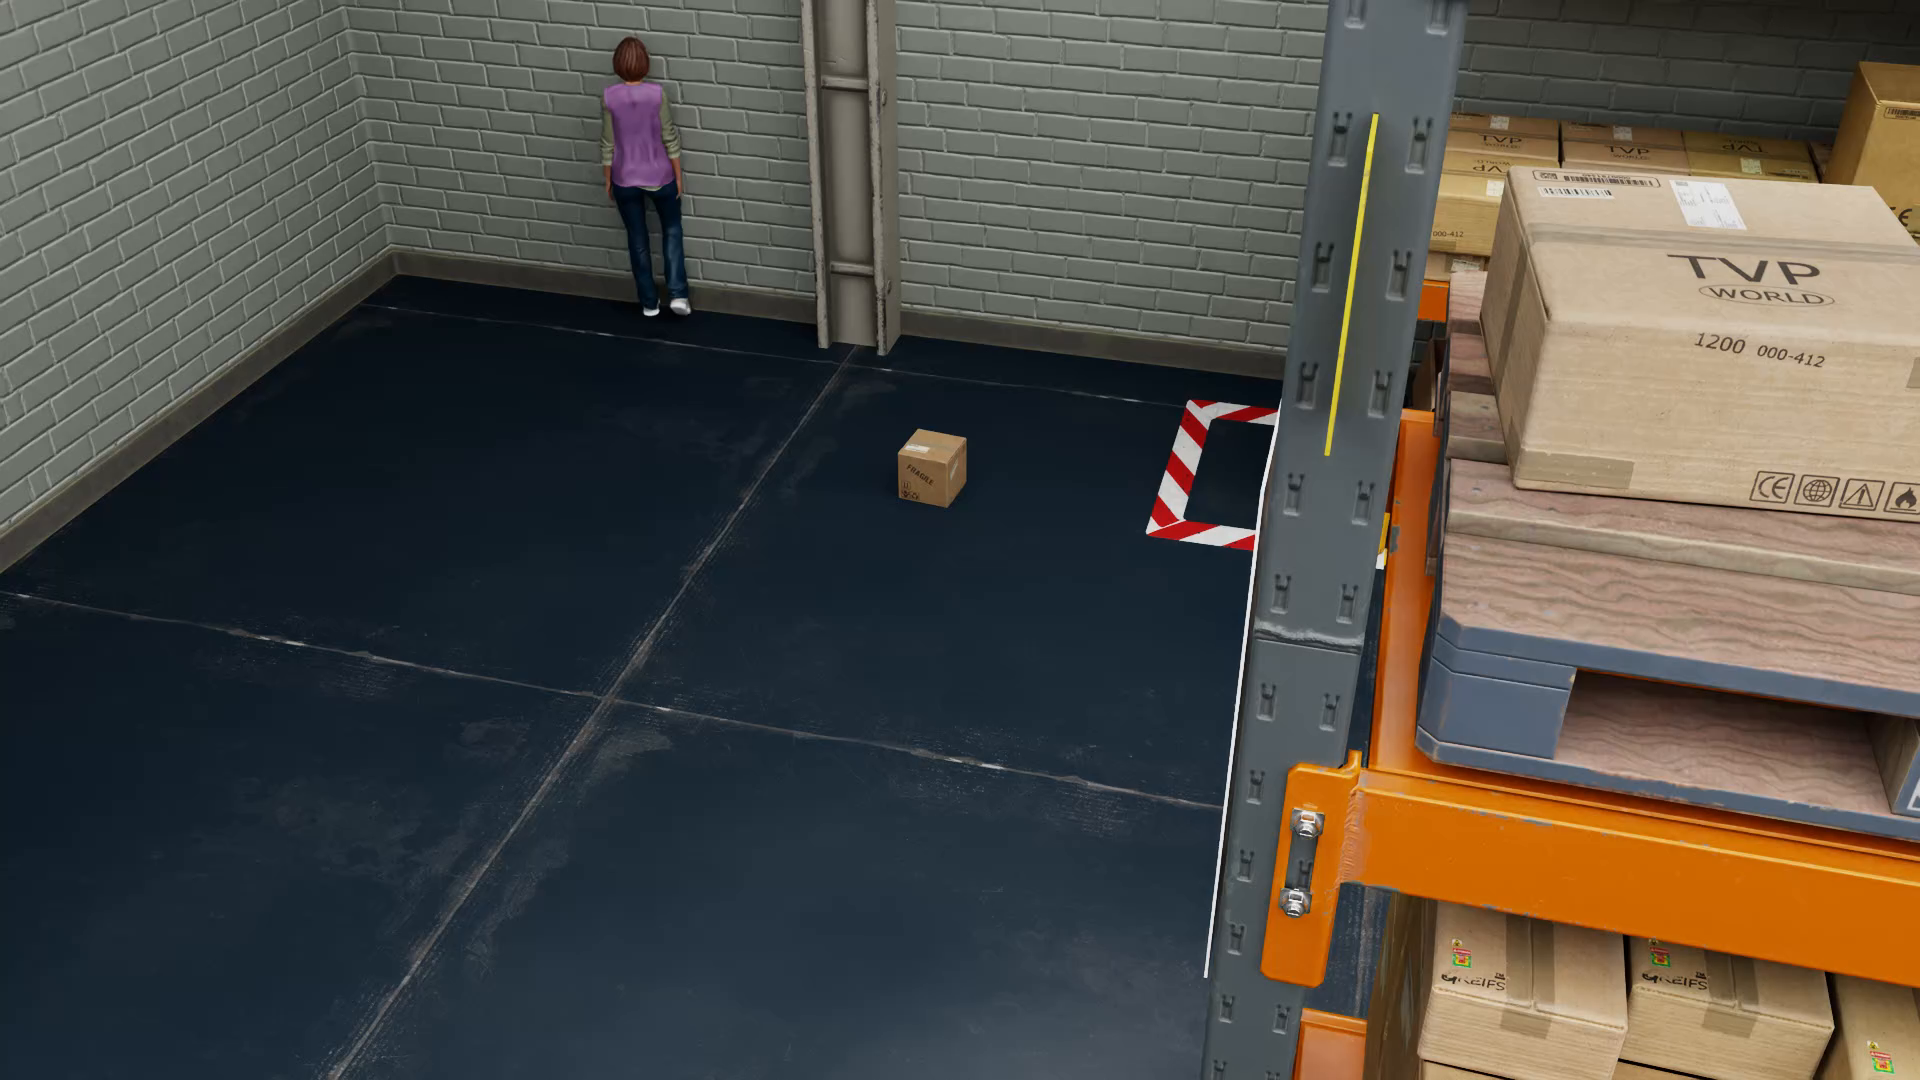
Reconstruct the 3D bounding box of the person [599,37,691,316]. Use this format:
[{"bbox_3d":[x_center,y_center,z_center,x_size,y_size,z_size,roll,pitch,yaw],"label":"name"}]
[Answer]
[{"bbox_3d":[-1.740,-1.975,9.162,0.432,1.629,0.366,-4,34,-7],"label":"person"}]
